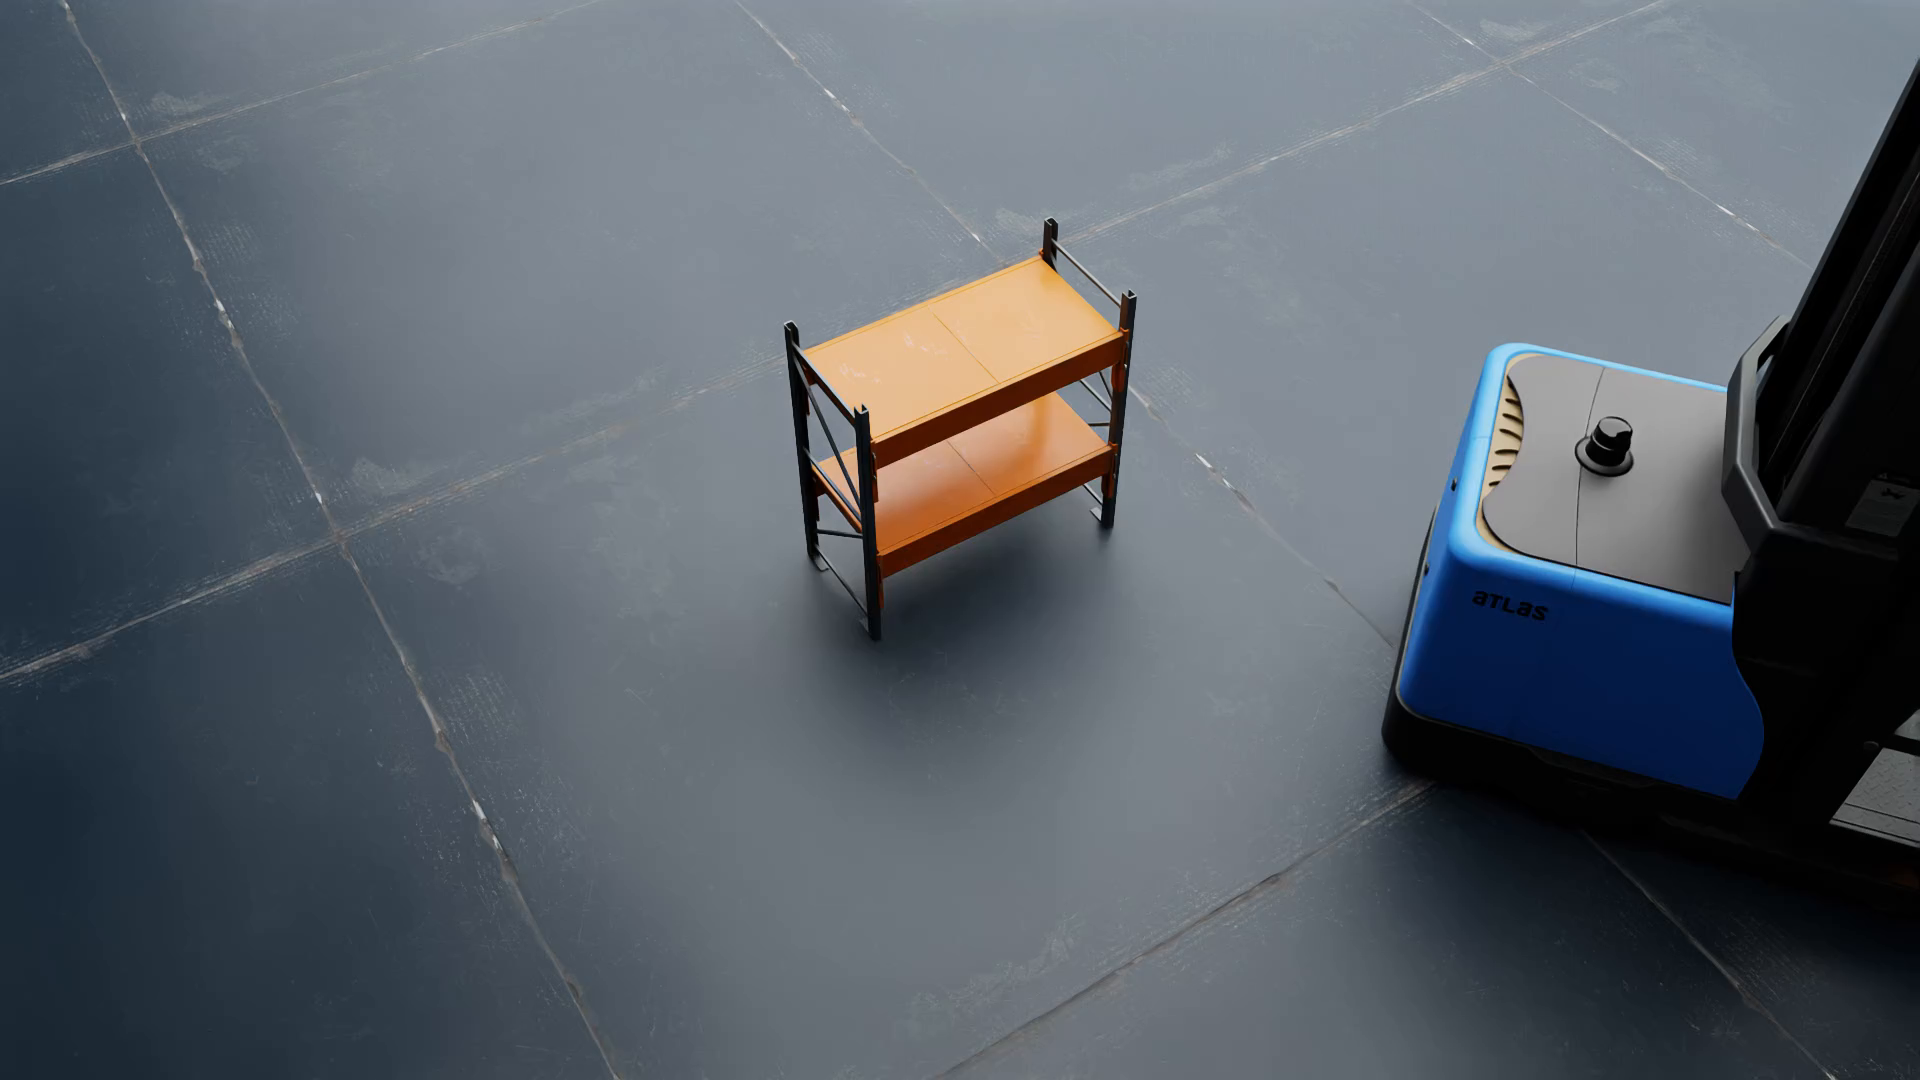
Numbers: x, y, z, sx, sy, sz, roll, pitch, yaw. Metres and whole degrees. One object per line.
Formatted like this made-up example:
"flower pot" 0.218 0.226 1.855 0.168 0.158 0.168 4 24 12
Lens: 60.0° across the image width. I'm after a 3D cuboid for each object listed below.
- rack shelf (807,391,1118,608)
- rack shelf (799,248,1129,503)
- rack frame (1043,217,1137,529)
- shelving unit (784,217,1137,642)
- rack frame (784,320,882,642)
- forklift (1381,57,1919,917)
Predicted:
"rack shelf" 0.006 -0.214 6.015 1.000 0.278 0.538 -25 53 -21
"rack shelf" 0.006 -0.571 5.614 1.000 0.278 0.538 -25 53 -21
"rack frame" 0.436 -0.579 6.013 0.032 1.125 0.500 -25 53 -21
"shelving unit" 0.006 -0.377 5.832 1.048 1.125 0.538 -25 53 -21
"rack frame" -0.424 -0.174 5.652 0.032 1.125 0.500 -25 53 -21
"forklift" 2.986 -0.213 4.477 3.031 2.935 1.130 15 50 13
